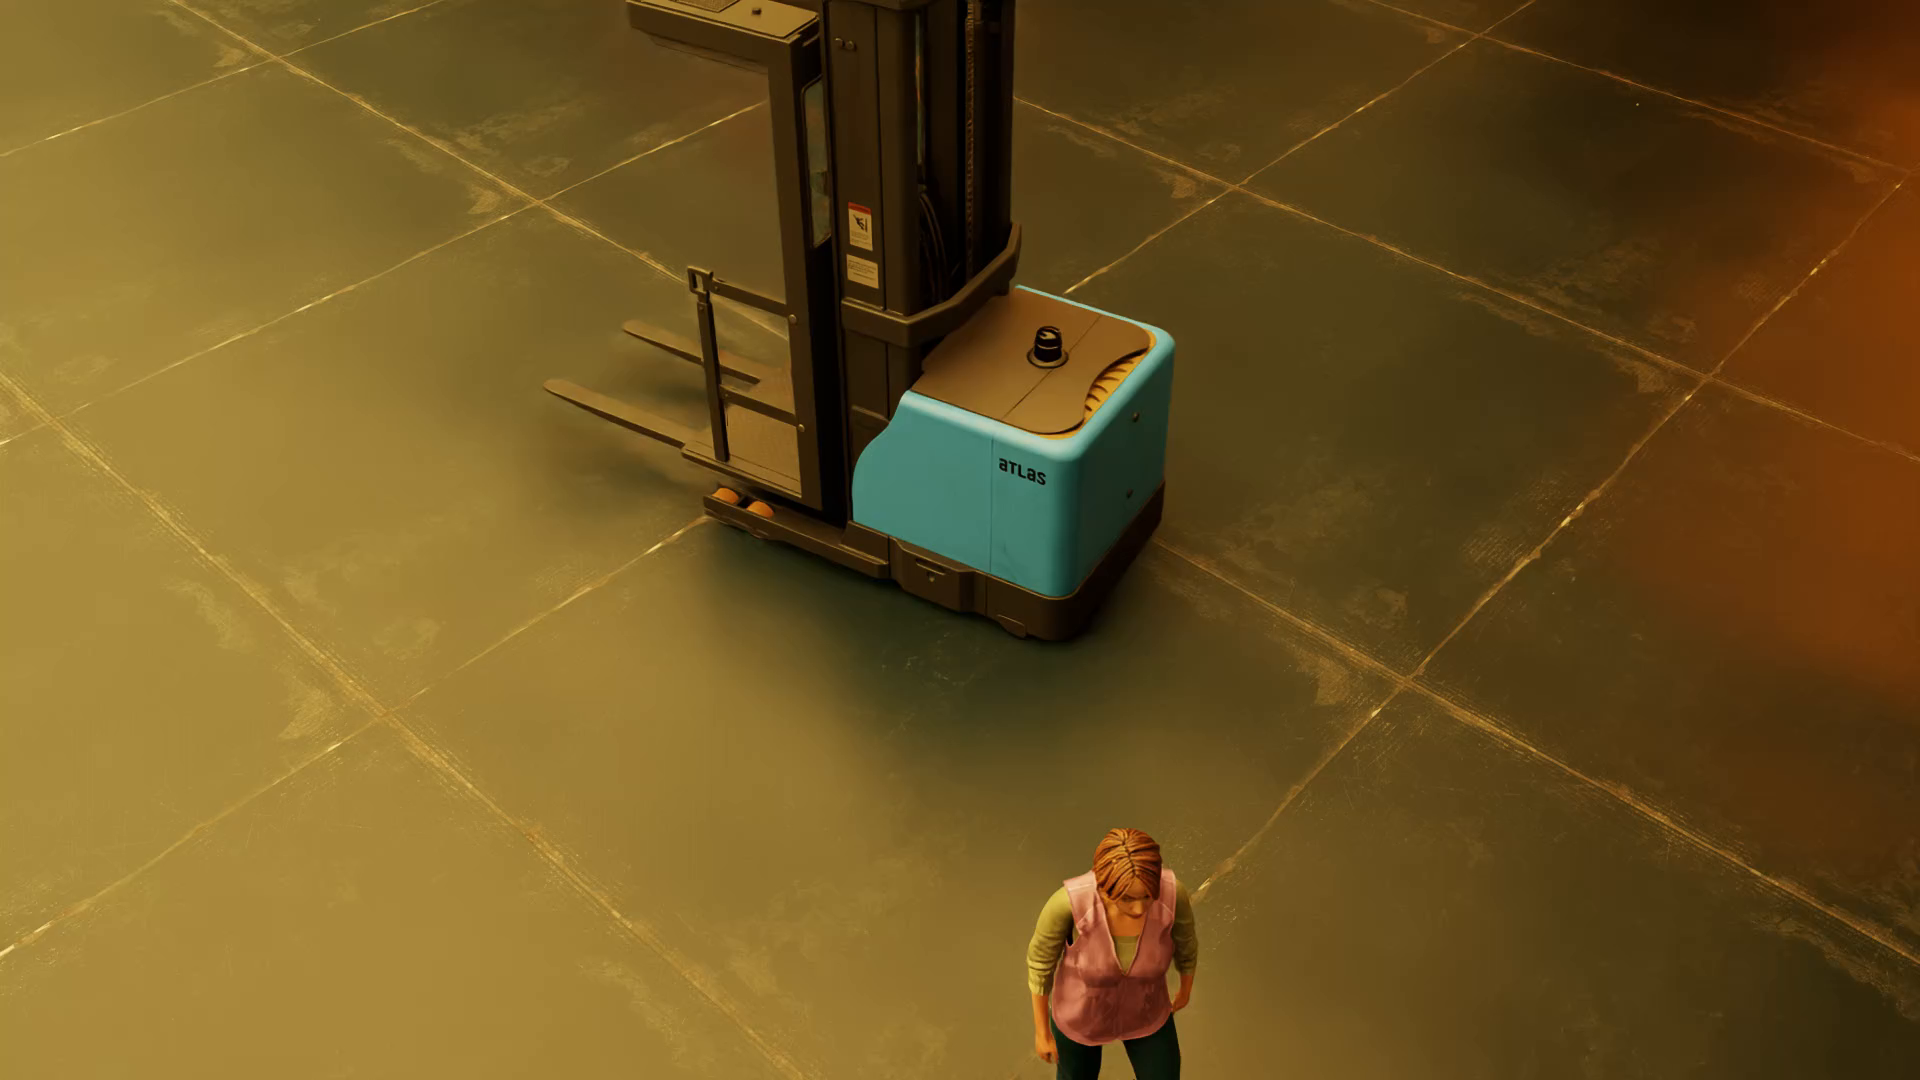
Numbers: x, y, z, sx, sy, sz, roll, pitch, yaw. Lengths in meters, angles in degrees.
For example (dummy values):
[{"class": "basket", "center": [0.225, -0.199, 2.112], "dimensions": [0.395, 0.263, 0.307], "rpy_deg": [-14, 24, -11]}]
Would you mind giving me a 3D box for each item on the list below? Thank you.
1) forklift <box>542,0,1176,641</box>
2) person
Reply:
[{"class": "forklift", "center": [-0.599, -1.397, 7.057], "dimensions": [3.031, 2.935, 1.130], "rpy_deg": [21, 45, 23]}, {"class": "person", "center": [0.450, 1.409, 4.864], "dimensions": [0.513, 1.628, 0.509], "rpy_deg": [-4, 41, -5]}]
